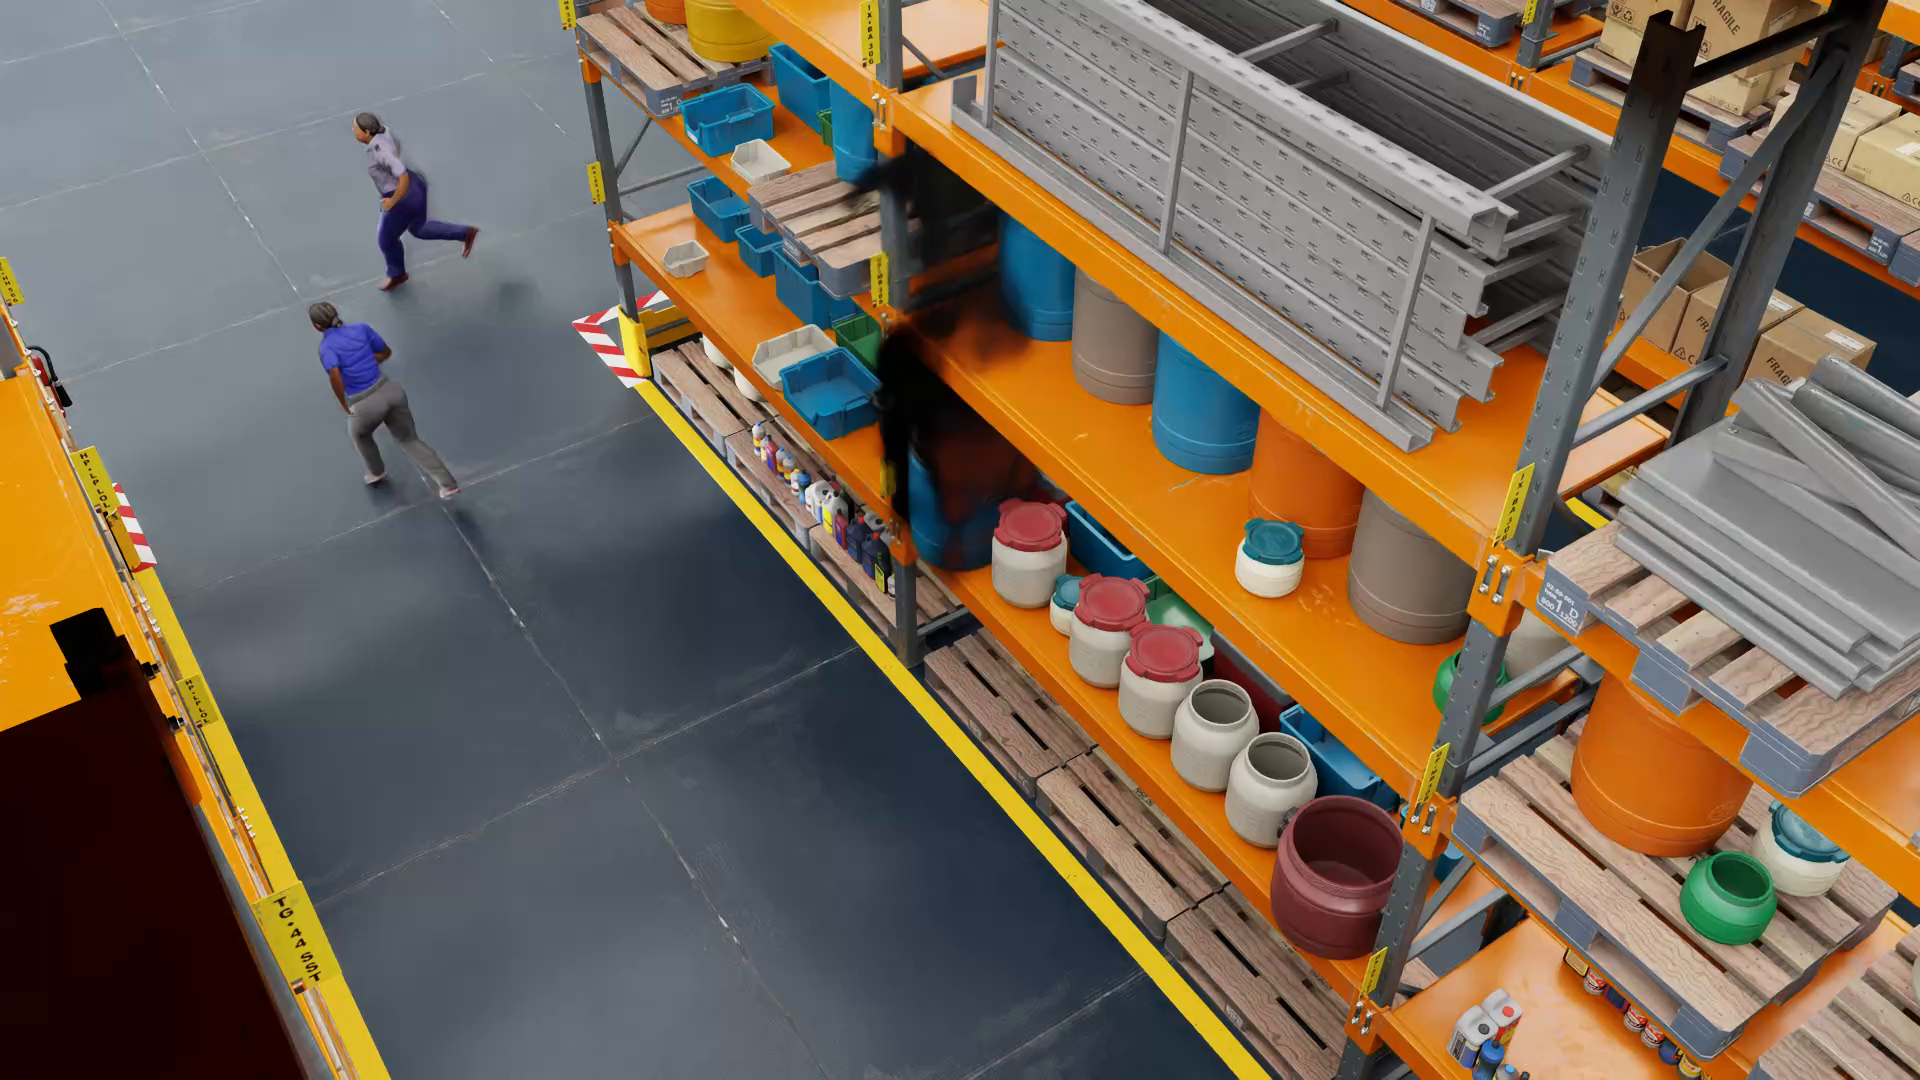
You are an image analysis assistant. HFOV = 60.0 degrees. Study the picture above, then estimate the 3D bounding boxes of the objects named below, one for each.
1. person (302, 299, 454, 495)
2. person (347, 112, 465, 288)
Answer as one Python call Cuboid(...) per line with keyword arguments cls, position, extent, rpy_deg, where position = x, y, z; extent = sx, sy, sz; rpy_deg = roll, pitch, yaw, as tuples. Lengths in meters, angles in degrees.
Cuboid(cls="person", position=(-4.048, -0.900, 11.612), extent=(0.974, 1.615, 0.611), rpy_deg=(18, 45, 18))
Cuboid(cls="person", position=(-4.554, -2.784, 13.646), extent=(0.829, 1.639, 0.614), rpy_deg=(-7, 43, -7))
